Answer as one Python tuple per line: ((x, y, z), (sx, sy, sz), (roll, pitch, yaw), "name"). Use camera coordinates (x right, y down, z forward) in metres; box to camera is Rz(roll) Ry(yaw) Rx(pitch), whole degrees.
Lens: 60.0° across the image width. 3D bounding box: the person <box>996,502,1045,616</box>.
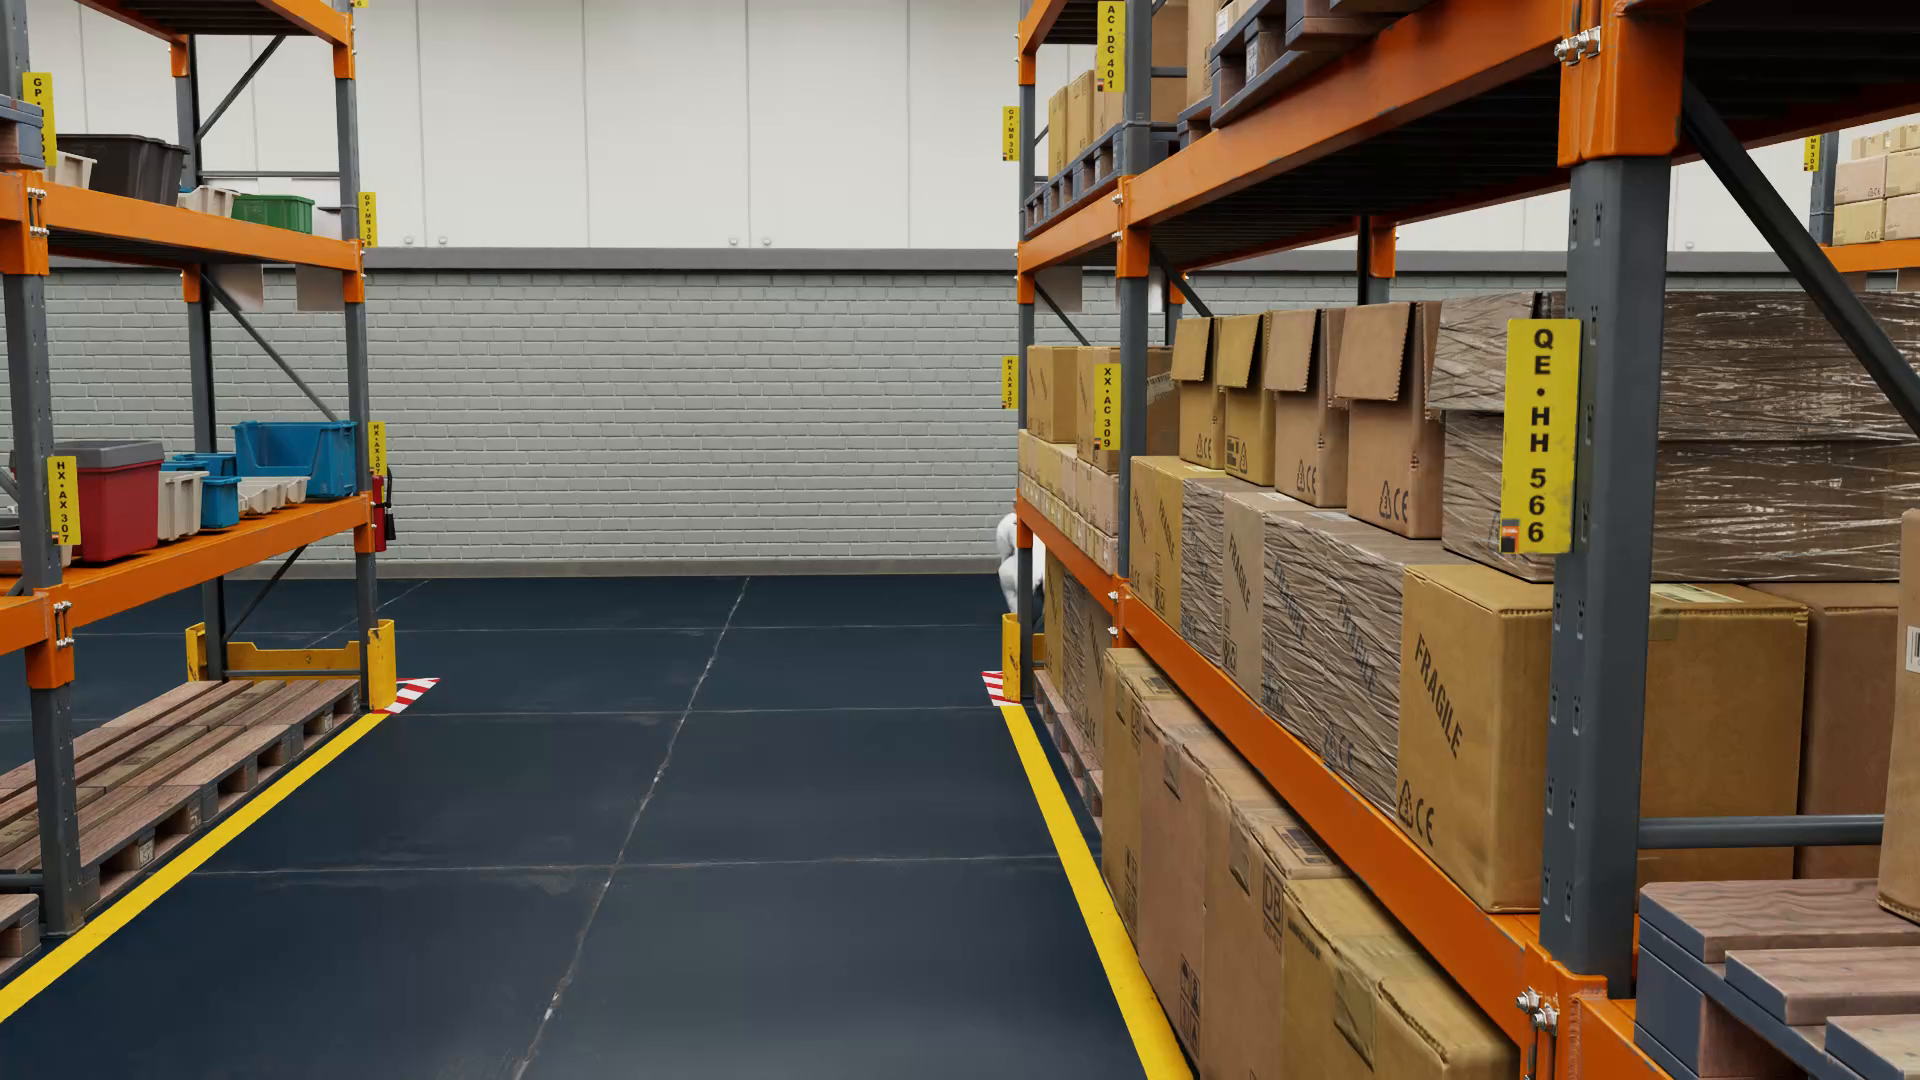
((0.584, 0.163, 13.259), (0.580, 1.004, 0.915), (-1, 7, -5), "person")
